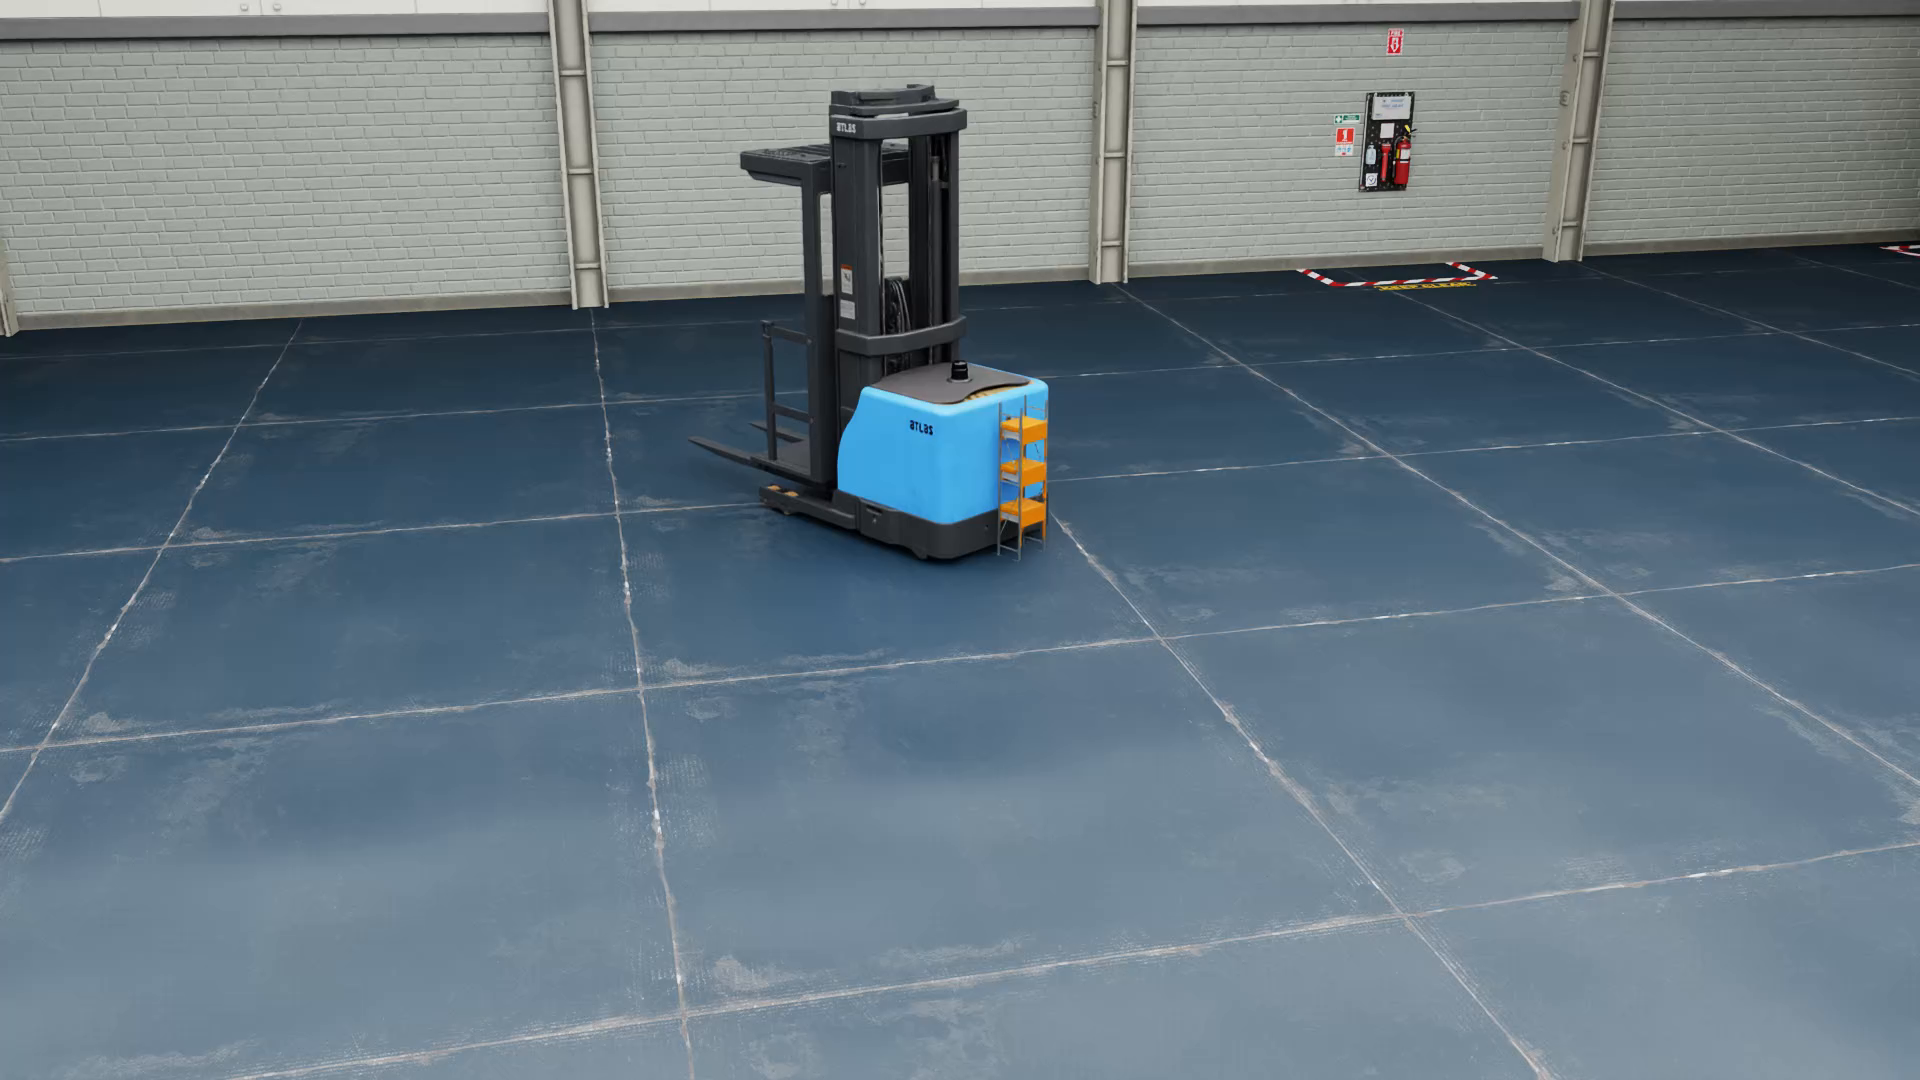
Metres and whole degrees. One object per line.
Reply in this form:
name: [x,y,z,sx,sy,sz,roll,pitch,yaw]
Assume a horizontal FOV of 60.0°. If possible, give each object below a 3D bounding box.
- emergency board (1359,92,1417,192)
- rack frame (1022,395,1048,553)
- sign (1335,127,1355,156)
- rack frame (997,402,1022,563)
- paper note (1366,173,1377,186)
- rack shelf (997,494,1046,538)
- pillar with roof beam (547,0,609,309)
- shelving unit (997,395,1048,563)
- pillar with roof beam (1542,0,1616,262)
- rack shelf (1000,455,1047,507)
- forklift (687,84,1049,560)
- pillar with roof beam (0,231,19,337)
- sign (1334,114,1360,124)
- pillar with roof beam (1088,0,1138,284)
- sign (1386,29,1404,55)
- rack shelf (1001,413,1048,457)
emergency board: [5.176,-4.769,19.974,0.643,1.169,0.194,-5,21,-12]
rack frame: [0.492,-0.430,10.962,0.200,1.050,0.008,18,27,41]
sign: [4.614,-4.777,19.942,0.234,0.329,0.001,-5,21,-12]
rack frame: [0.322,-0.370,10.797,0.200,1.050,0.008,18,27,41]
paper note: [4.988,-4.365,20.150,0.142,0.148,0.016,-5,21,-12]
rack shelf: [0.407,-0.129,10.979,0.215,0.259,0.240,18,27,41]
pillar with roof beam: [-3.098,-5.378,12.914,0.400,9.000,9.100,-5,21,-12]
shelving unit: [0.407,-0.400,10.880,0.215,1.050,0.252,18,27,41]
pillar with roof beam: [8.580,-6.328,15.507,0.400,9.000,9.100,-5,21,-12]
rack shelf: [0.407,-0.390,10.883,0.215,0.259,0.240,18,27,41]
forklift: [-0.795,-1.665,11.599,3.031,2.935,1.130,19,27,41]
pillar with roof beam: [-8.937,-4.903,11.618,0.400,9.000,9.100,-5,21,-12]
sign: [4.621,-5.023,19.844,0.331,0.109,0.001,-5,21,-12]
pillar with roof beam: [2.741,-5.853,14.211,0.400,9.000,9.100,-5,21,-12]
sign: [5.145,-5.891,19.664,0.199,0.298,0.001,-5,21,-12]
rack shelf: [0.407,-0.656,10.786,0.215,0.259,0.240,18,27,41]
